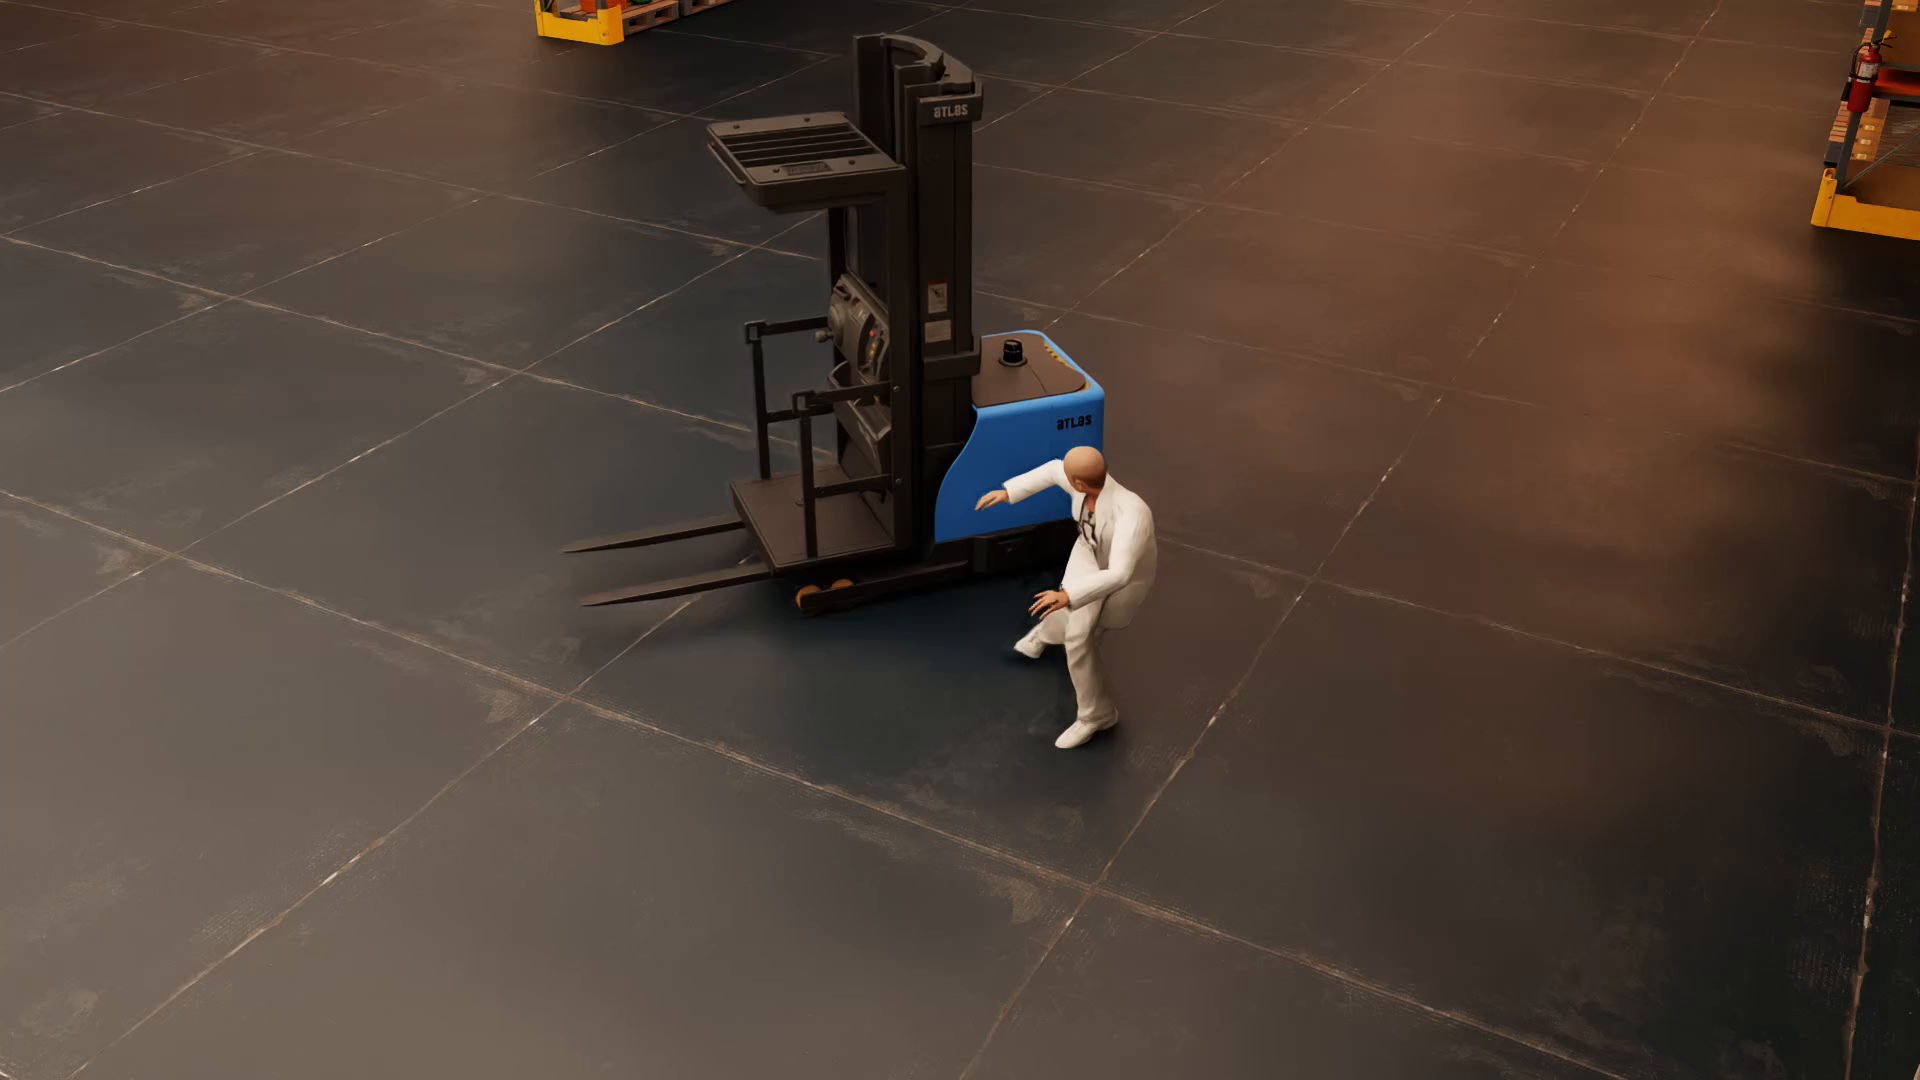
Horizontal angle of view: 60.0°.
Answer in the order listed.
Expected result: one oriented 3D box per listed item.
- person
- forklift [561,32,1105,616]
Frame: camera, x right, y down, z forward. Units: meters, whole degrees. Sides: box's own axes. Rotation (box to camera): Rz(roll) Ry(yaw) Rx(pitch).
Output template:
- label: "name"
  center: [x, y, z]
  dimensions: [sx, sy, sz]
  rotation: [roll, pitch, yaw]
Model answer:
- label: "person"
  center: [0.477, 0.211, 8.148]
  dimensions: [0.982, 1.564, 1.171]
  rotation: [15, 33, 24]
- label: "forklift"
  center: [-0.741, -1.146, 9.056]
  dimensions: [3.031, 2.935, 1.130]
  rotation: [-11, 32, -18]
